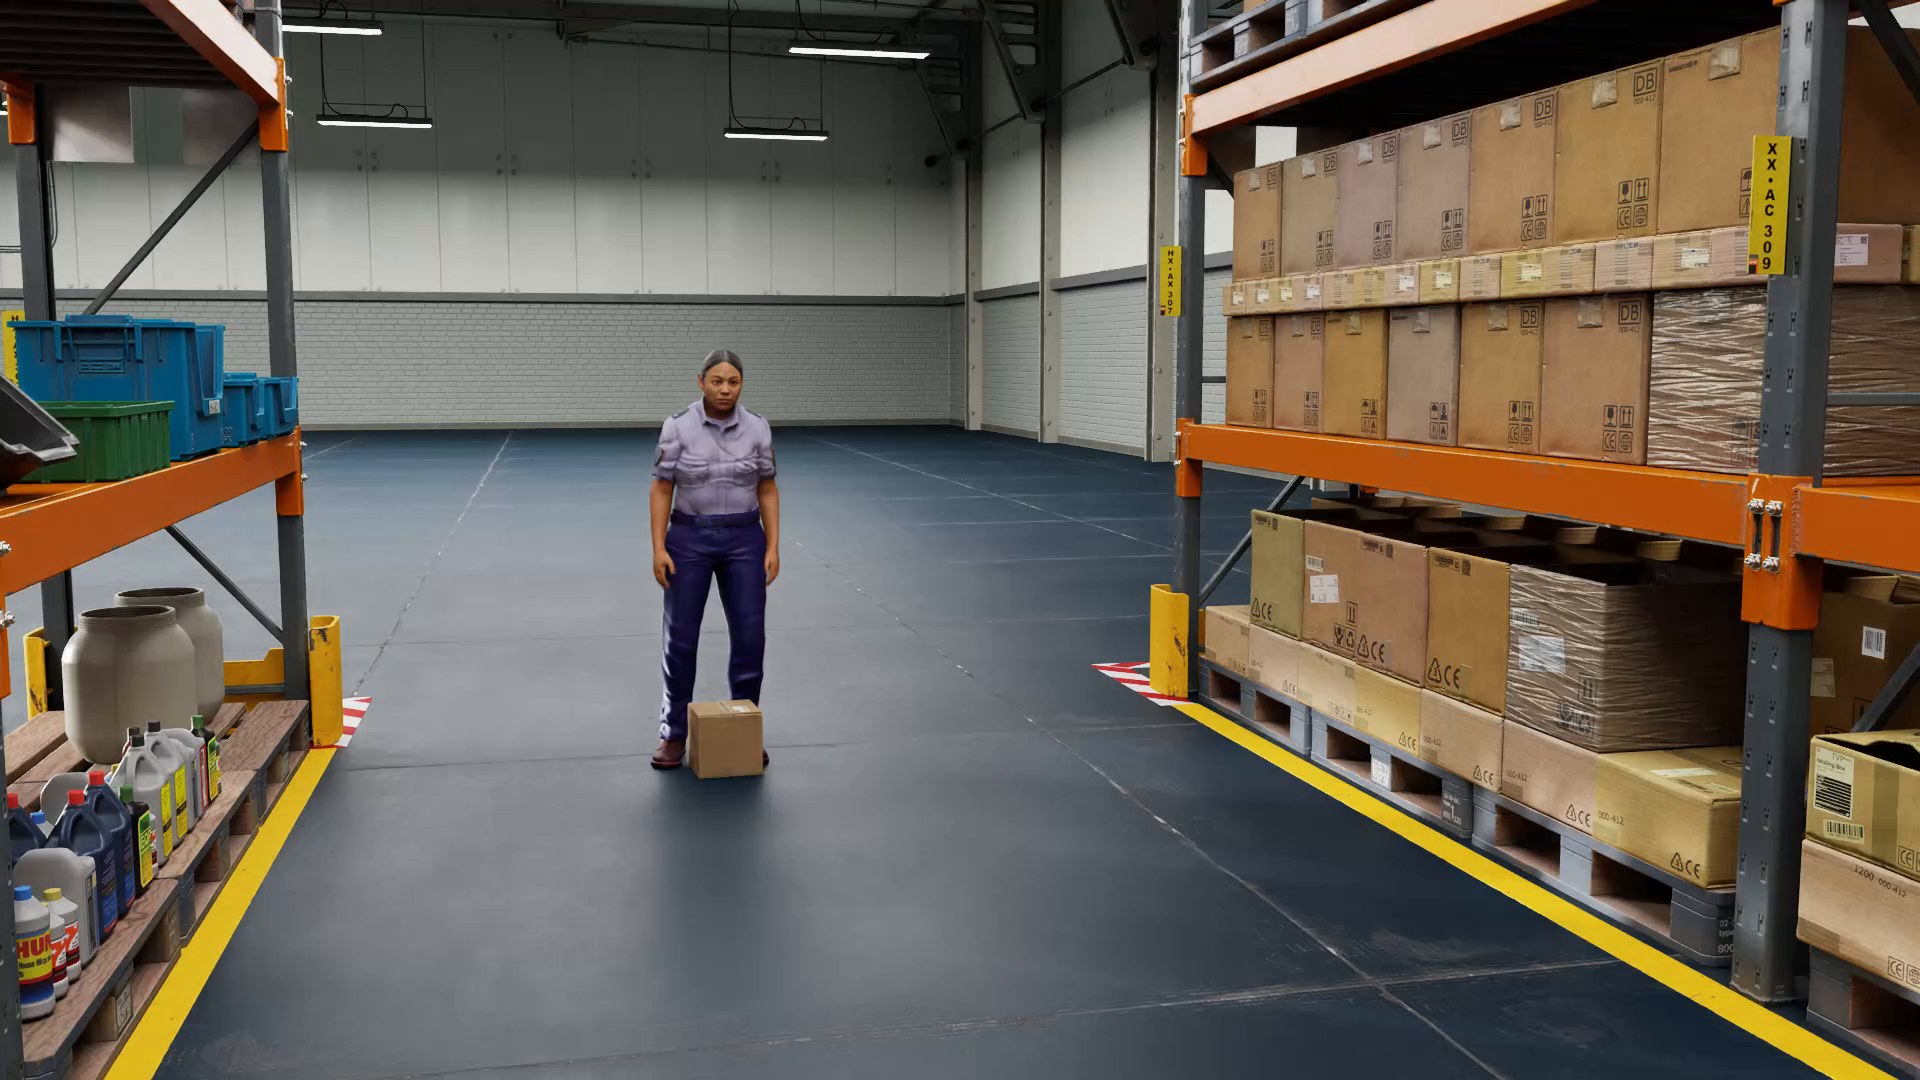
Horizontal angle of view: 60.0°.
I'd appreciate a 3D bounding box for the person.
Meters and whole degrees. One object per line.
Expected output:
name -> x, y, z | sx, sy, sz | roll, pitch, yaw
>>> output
person -> -0.981, 0.062, 6.656 | 0.549, 1.650, 0.425 | -2, 6, -16
